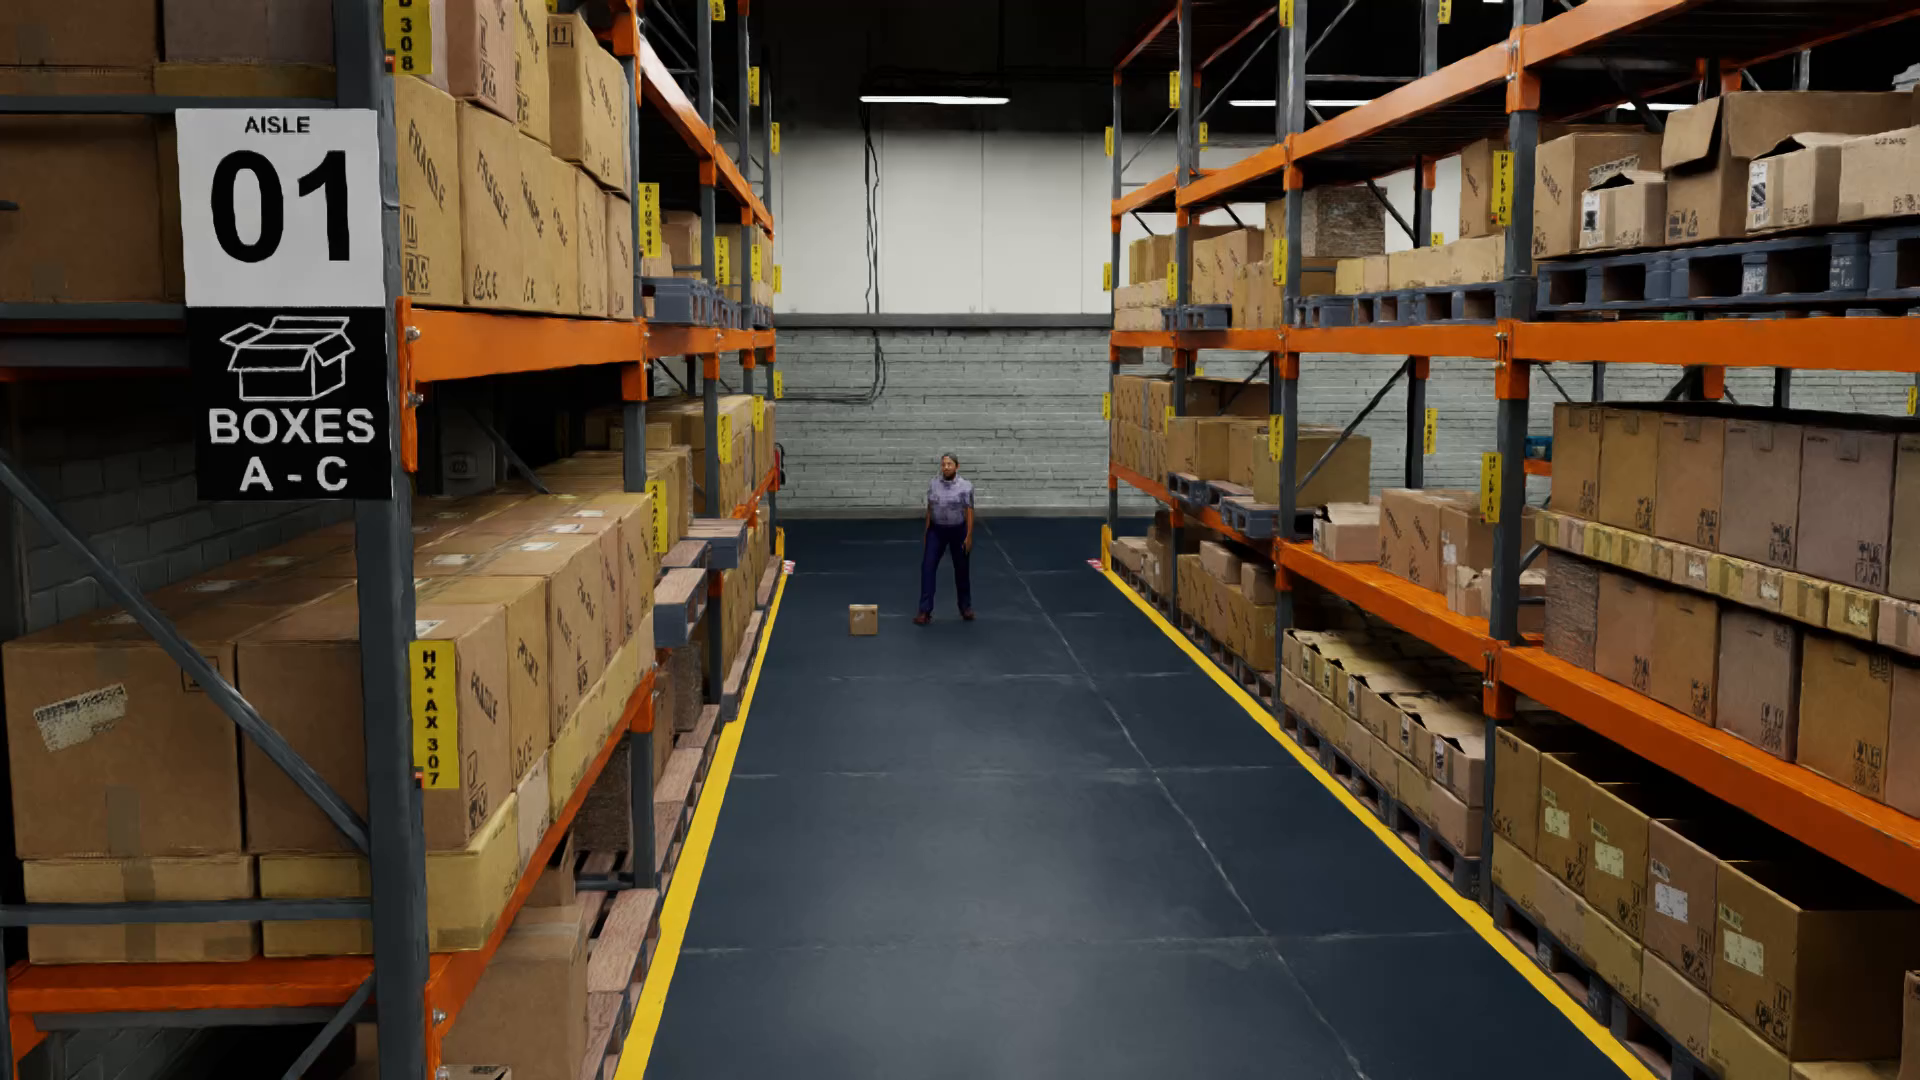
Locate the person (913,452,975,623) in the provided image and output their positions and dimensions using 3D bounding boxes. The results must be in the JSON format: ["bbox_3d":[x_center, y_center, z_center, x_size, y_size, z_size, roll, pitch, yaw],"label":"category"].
[{"bbox_3d":[-0.128,-0.031,16.030,0.535,1.614,0.683,2,7,13],"label":"person"}]
